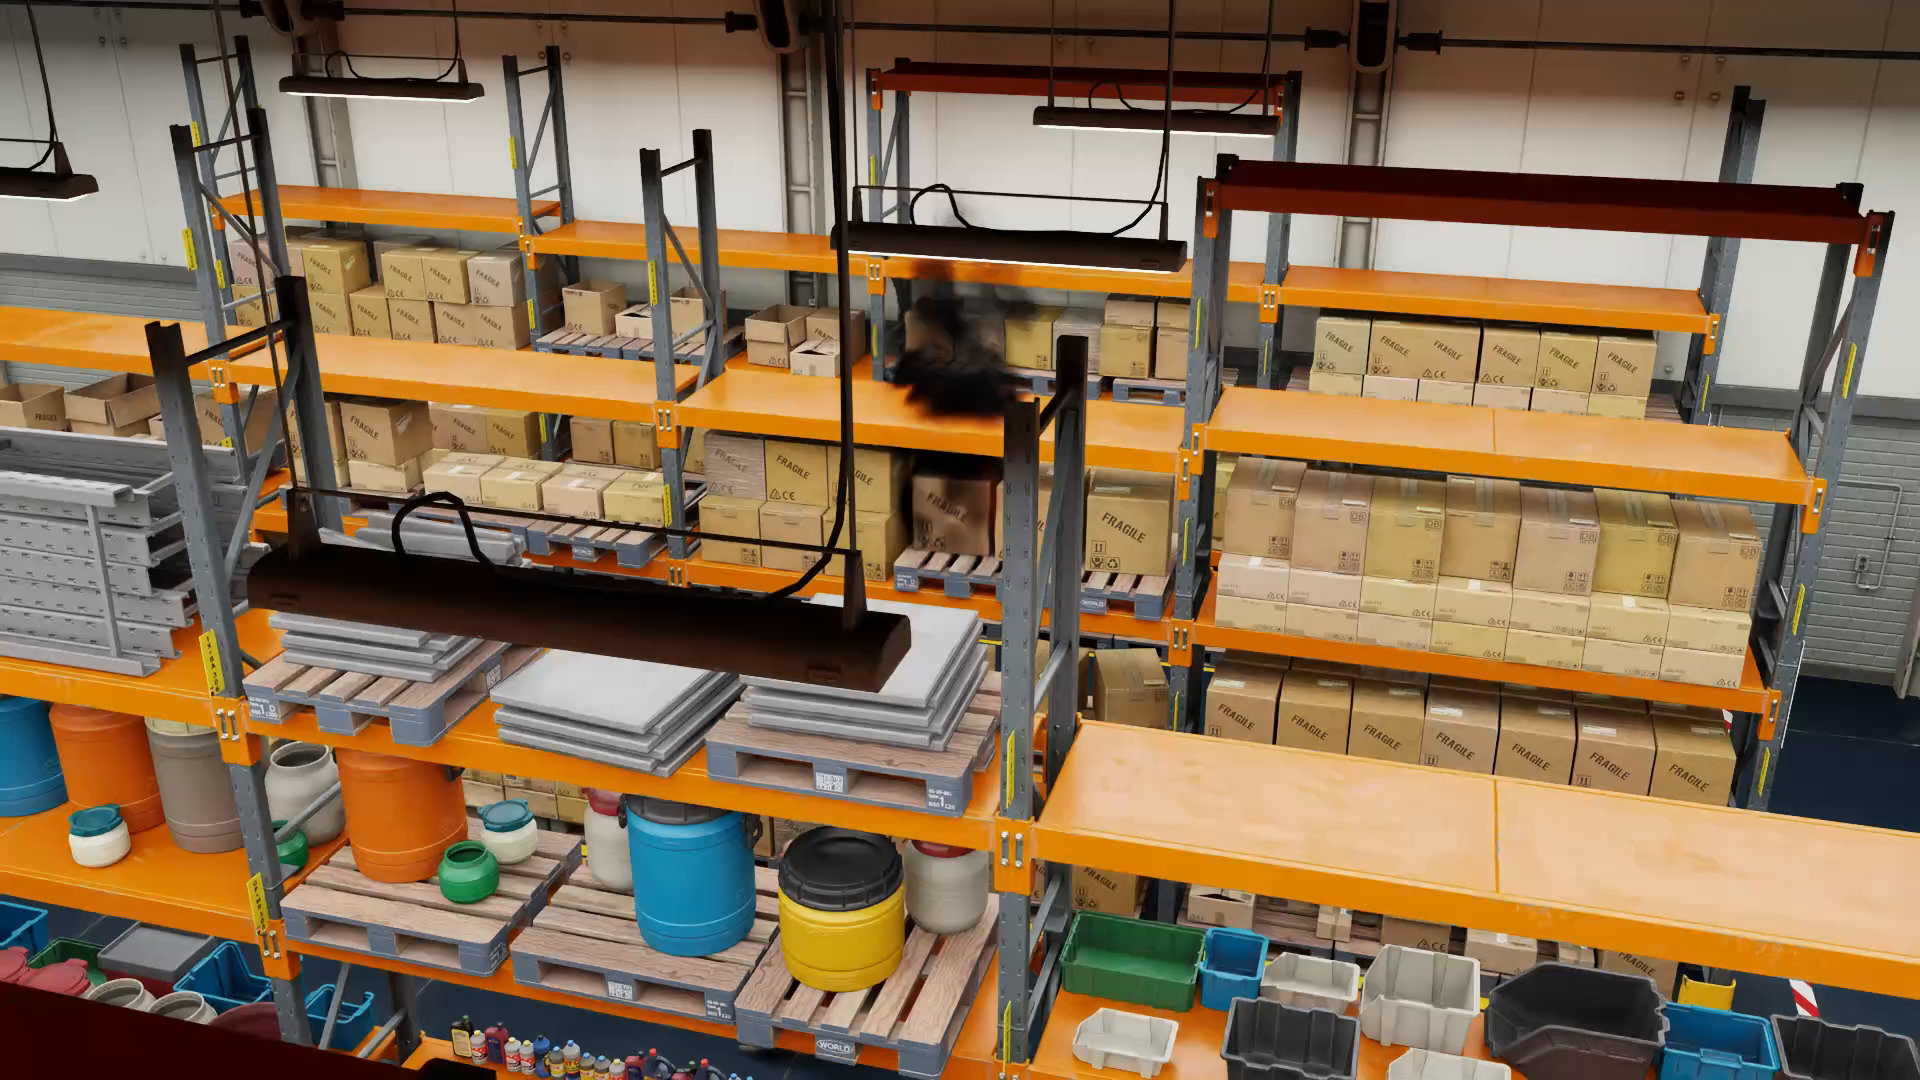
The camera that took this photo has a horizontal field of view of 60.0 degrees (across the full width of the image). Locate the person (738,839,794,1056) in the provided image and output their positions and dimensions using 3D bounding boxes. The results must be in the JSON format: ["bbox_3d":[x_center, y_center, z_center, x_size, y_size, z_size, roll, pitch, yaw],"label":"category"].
[{"bbox_3d":[-1.090,2.860,11.599,1.004,1.784,0.710,2,23,4],"label":"person"}]
